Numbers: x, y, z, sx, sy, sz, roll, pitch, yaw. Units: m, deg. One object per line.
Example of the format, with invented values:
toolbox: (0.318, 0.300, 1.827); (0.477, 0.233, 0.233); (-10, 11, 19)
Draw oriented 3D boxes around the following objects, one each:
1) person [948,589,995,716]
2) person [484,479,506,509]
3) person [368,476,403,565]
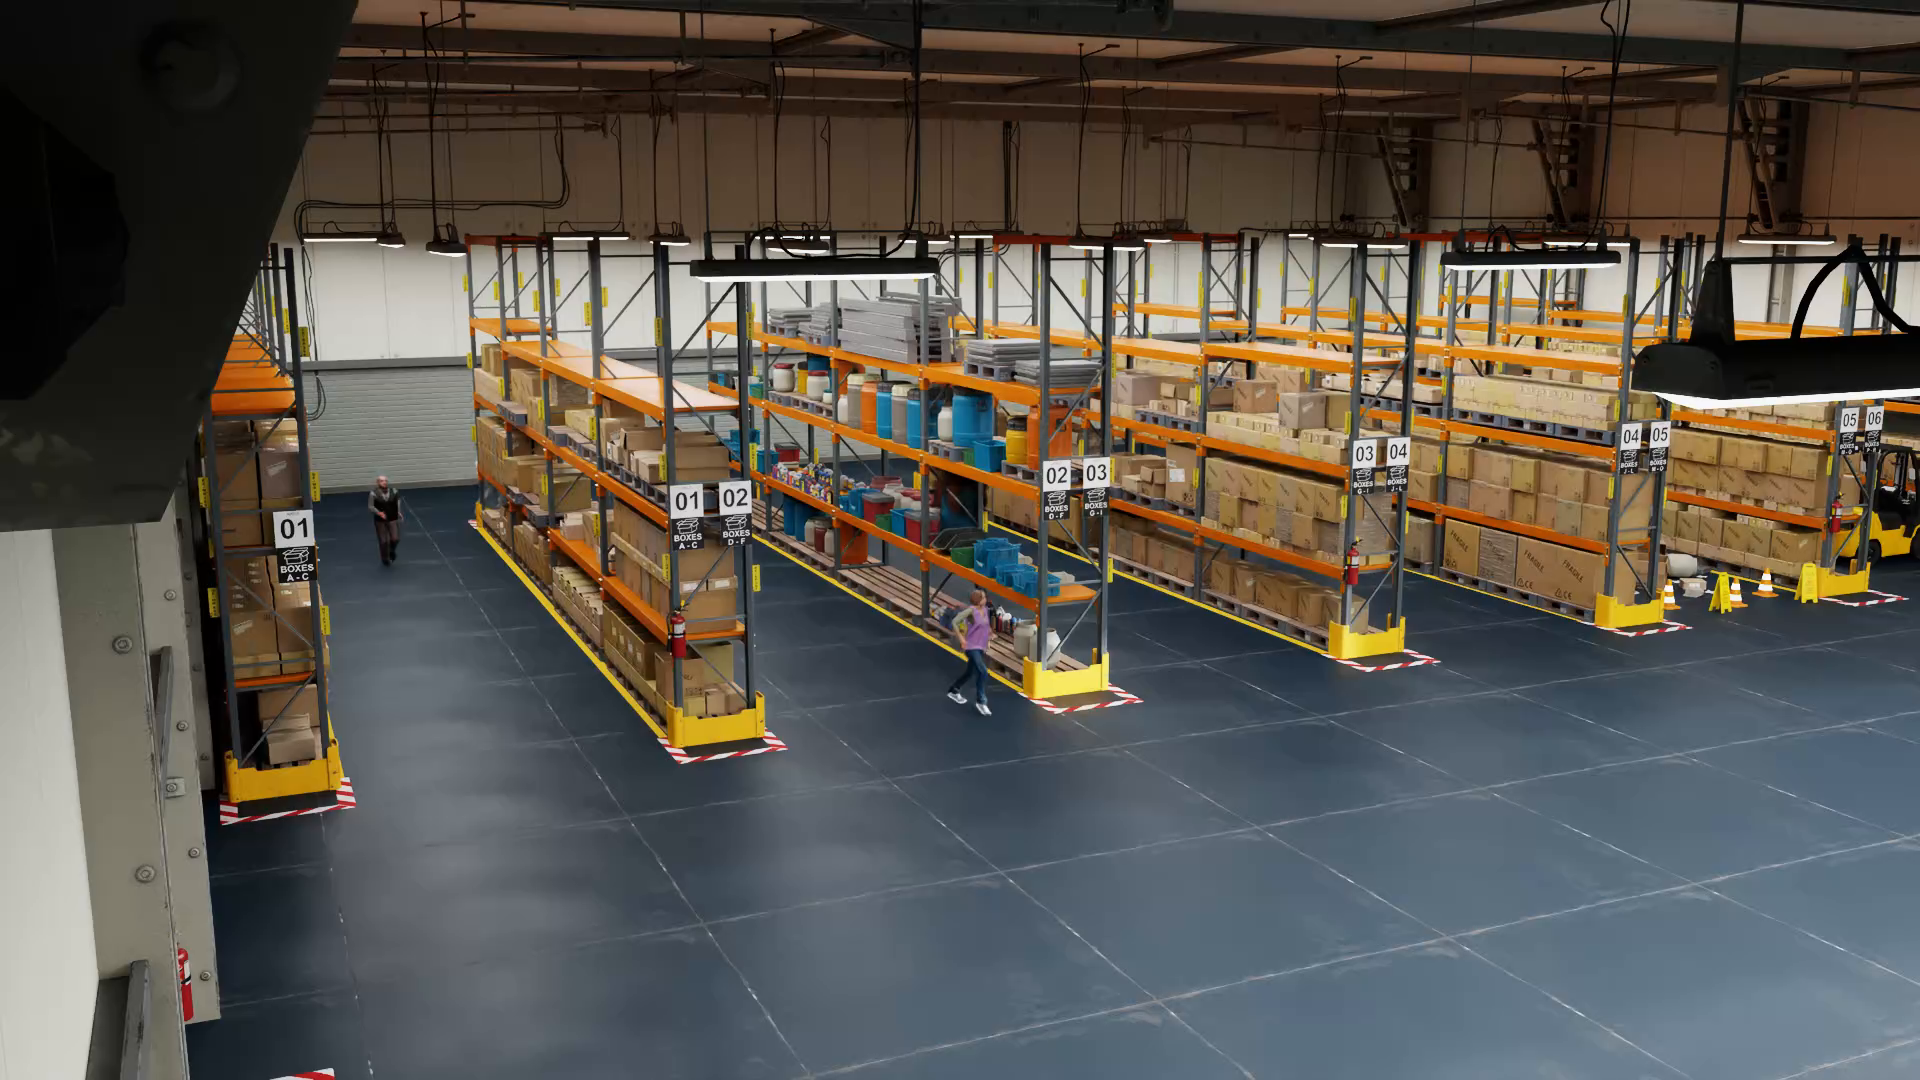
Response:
person: (0.170, 1.436, 21.630); (0.744, 1.626, 0.551); (7, 13, 32)
person: (-10.065, -1.355, 35.735); (0.741, 1.716, 0.602); (-4, 12, -19)
person: (-10.521, -0.355, 30.534); (0.641, 1.675, 0.661); (-7, 13, -31)
